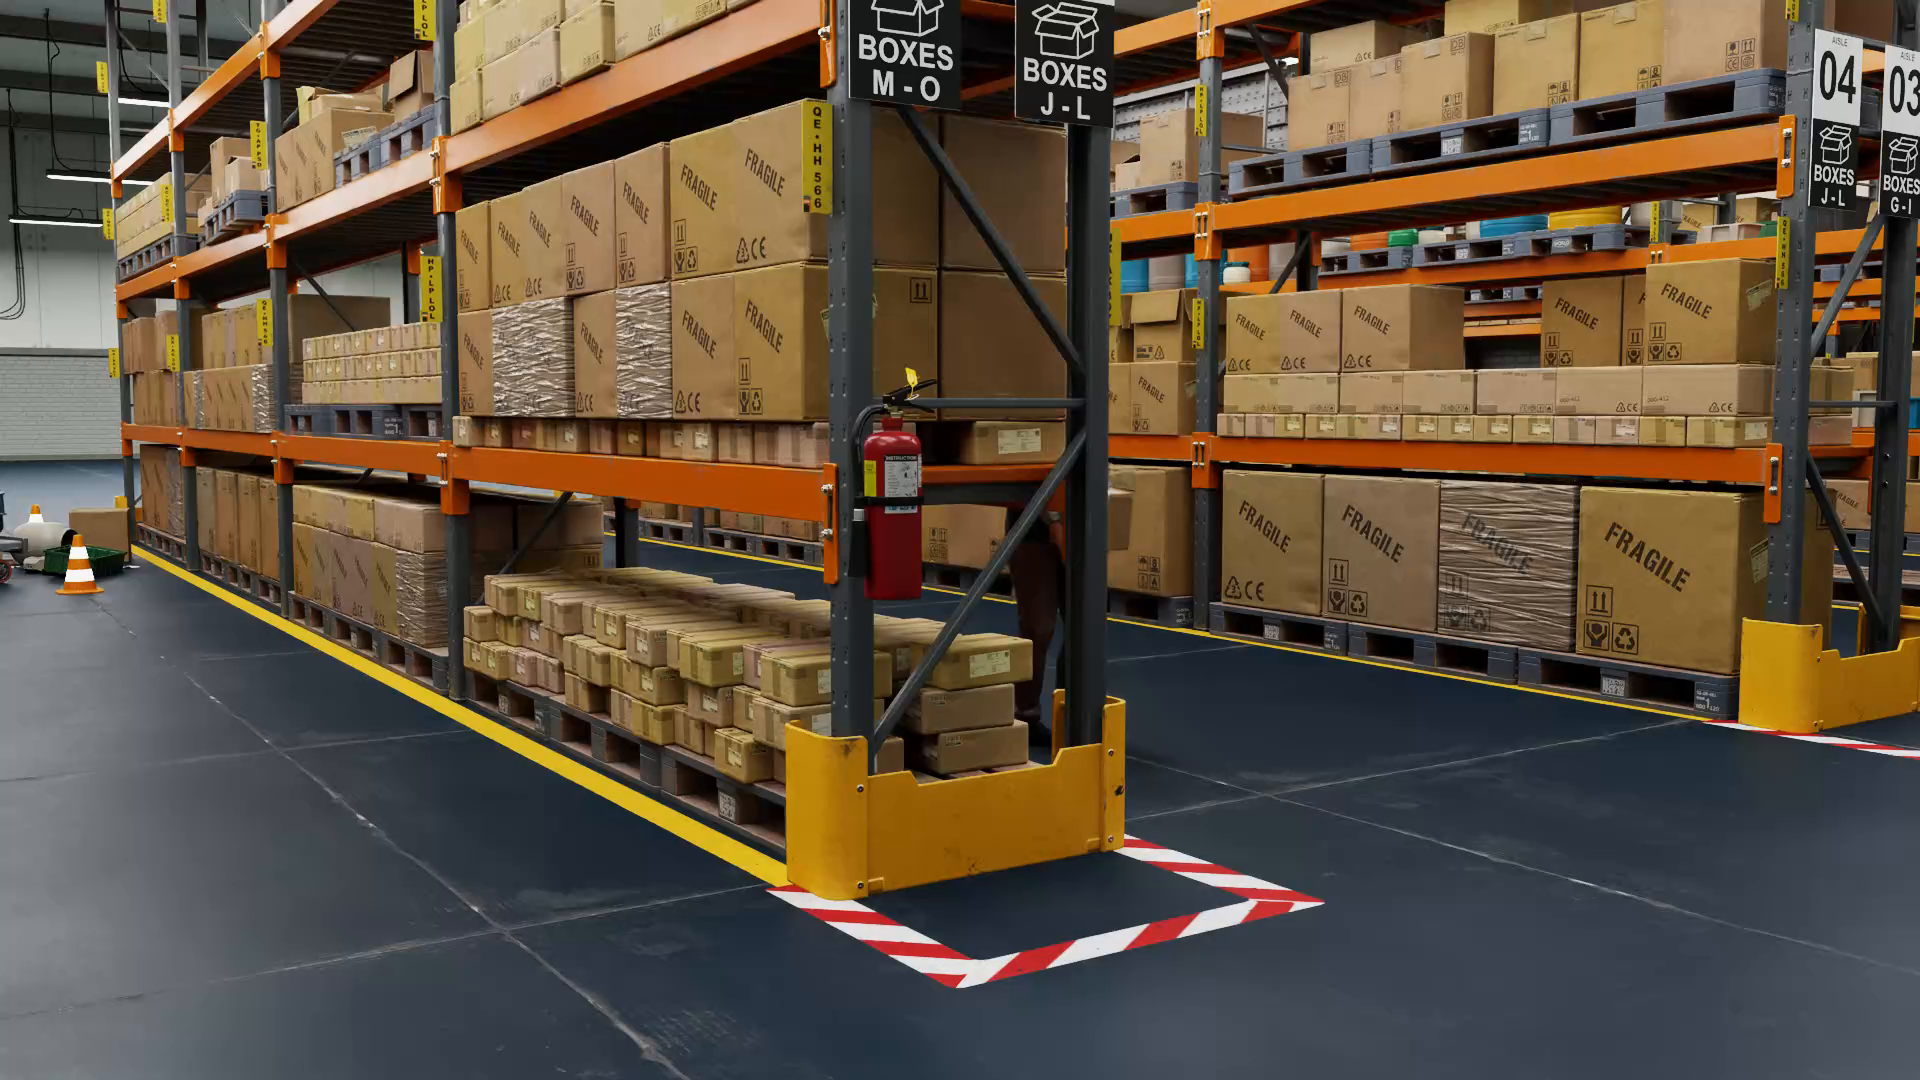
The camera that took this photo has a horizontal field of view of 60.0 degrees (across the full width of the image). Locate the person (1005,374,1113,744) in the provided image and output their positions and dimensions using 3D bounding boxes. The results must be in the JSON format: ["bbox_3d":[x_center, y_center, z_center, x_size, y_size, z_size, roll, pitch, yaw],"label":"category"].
[{"bbox_3d":[0.485,0.045,7.445,0.495,1.718,0.547,-3,6,-33],"label":"person"}]
